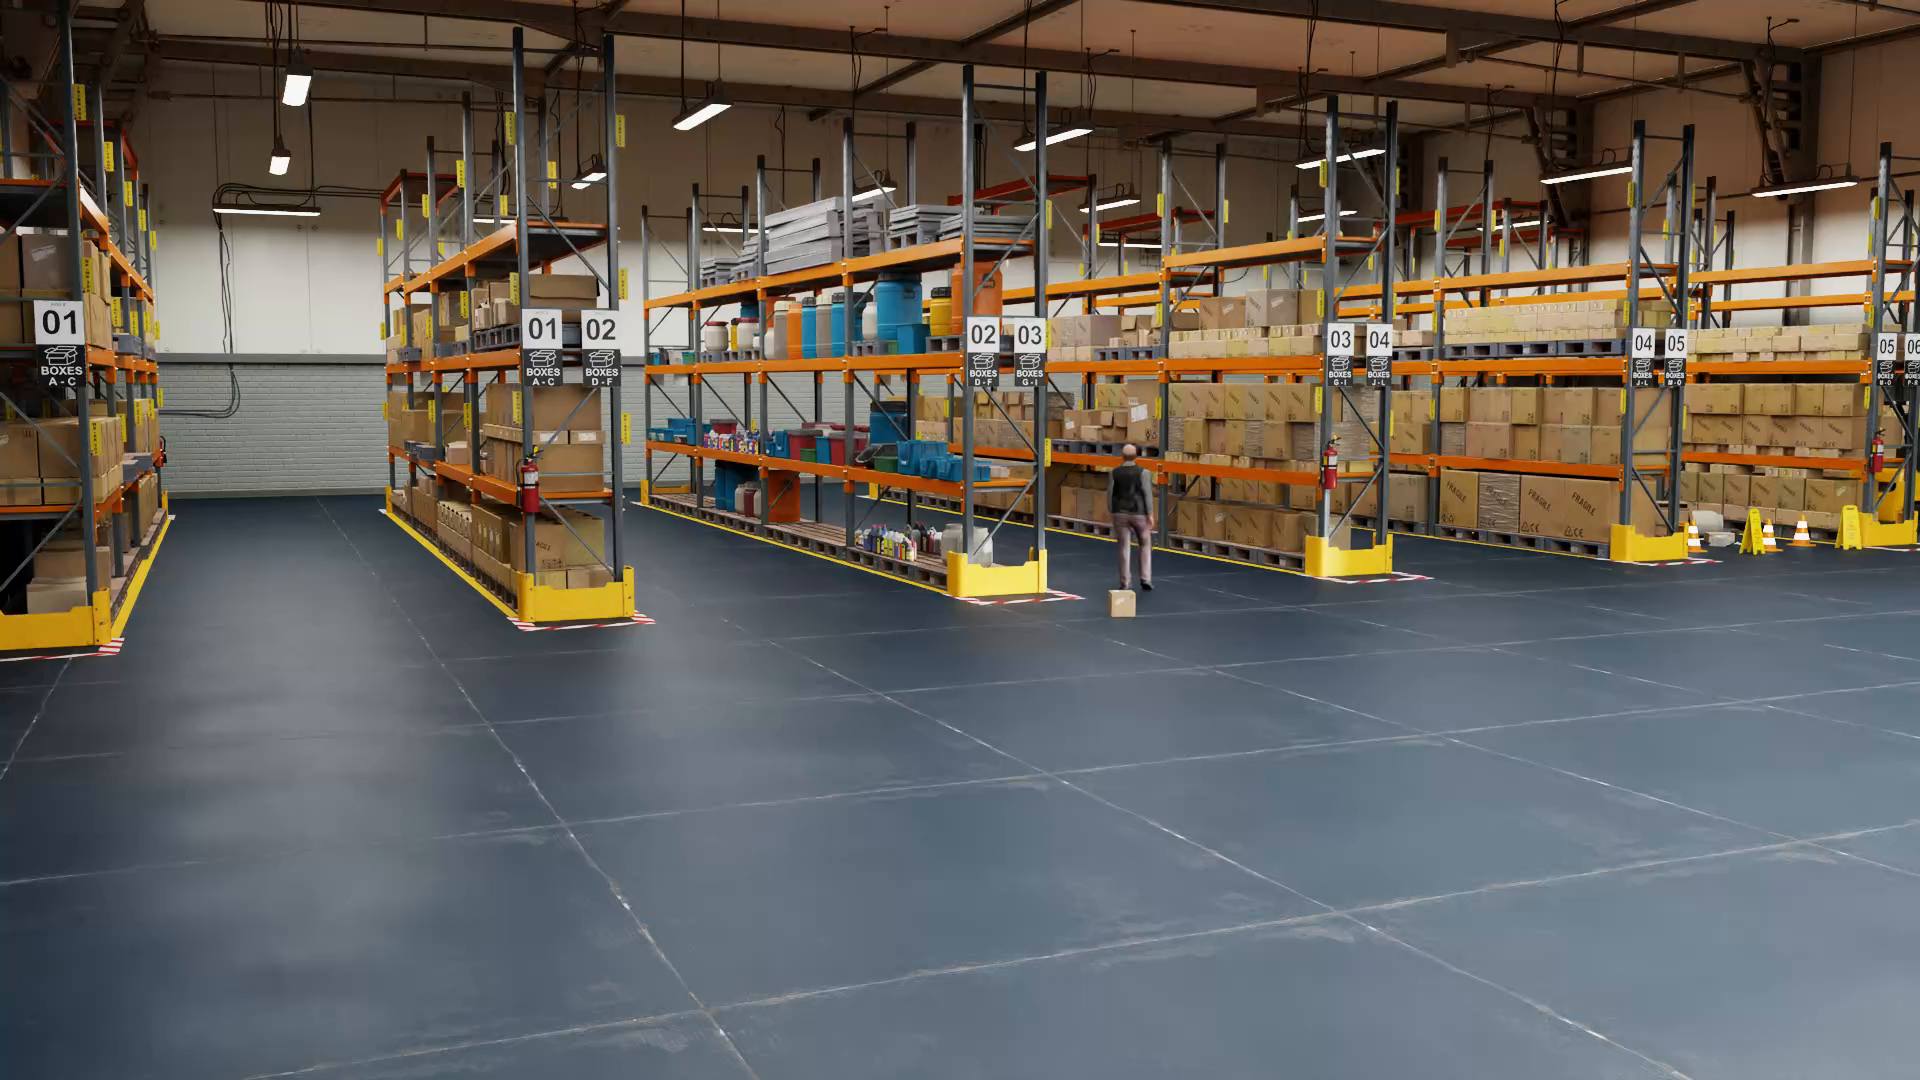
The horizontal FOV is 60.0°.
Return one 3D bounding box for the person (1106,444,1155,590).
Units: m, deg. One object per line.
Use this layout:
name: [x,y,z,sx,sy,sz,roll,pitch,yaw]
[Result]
person: [2.015,-0.248,19.633,0.577,1.761,0.635,1,6,14]
